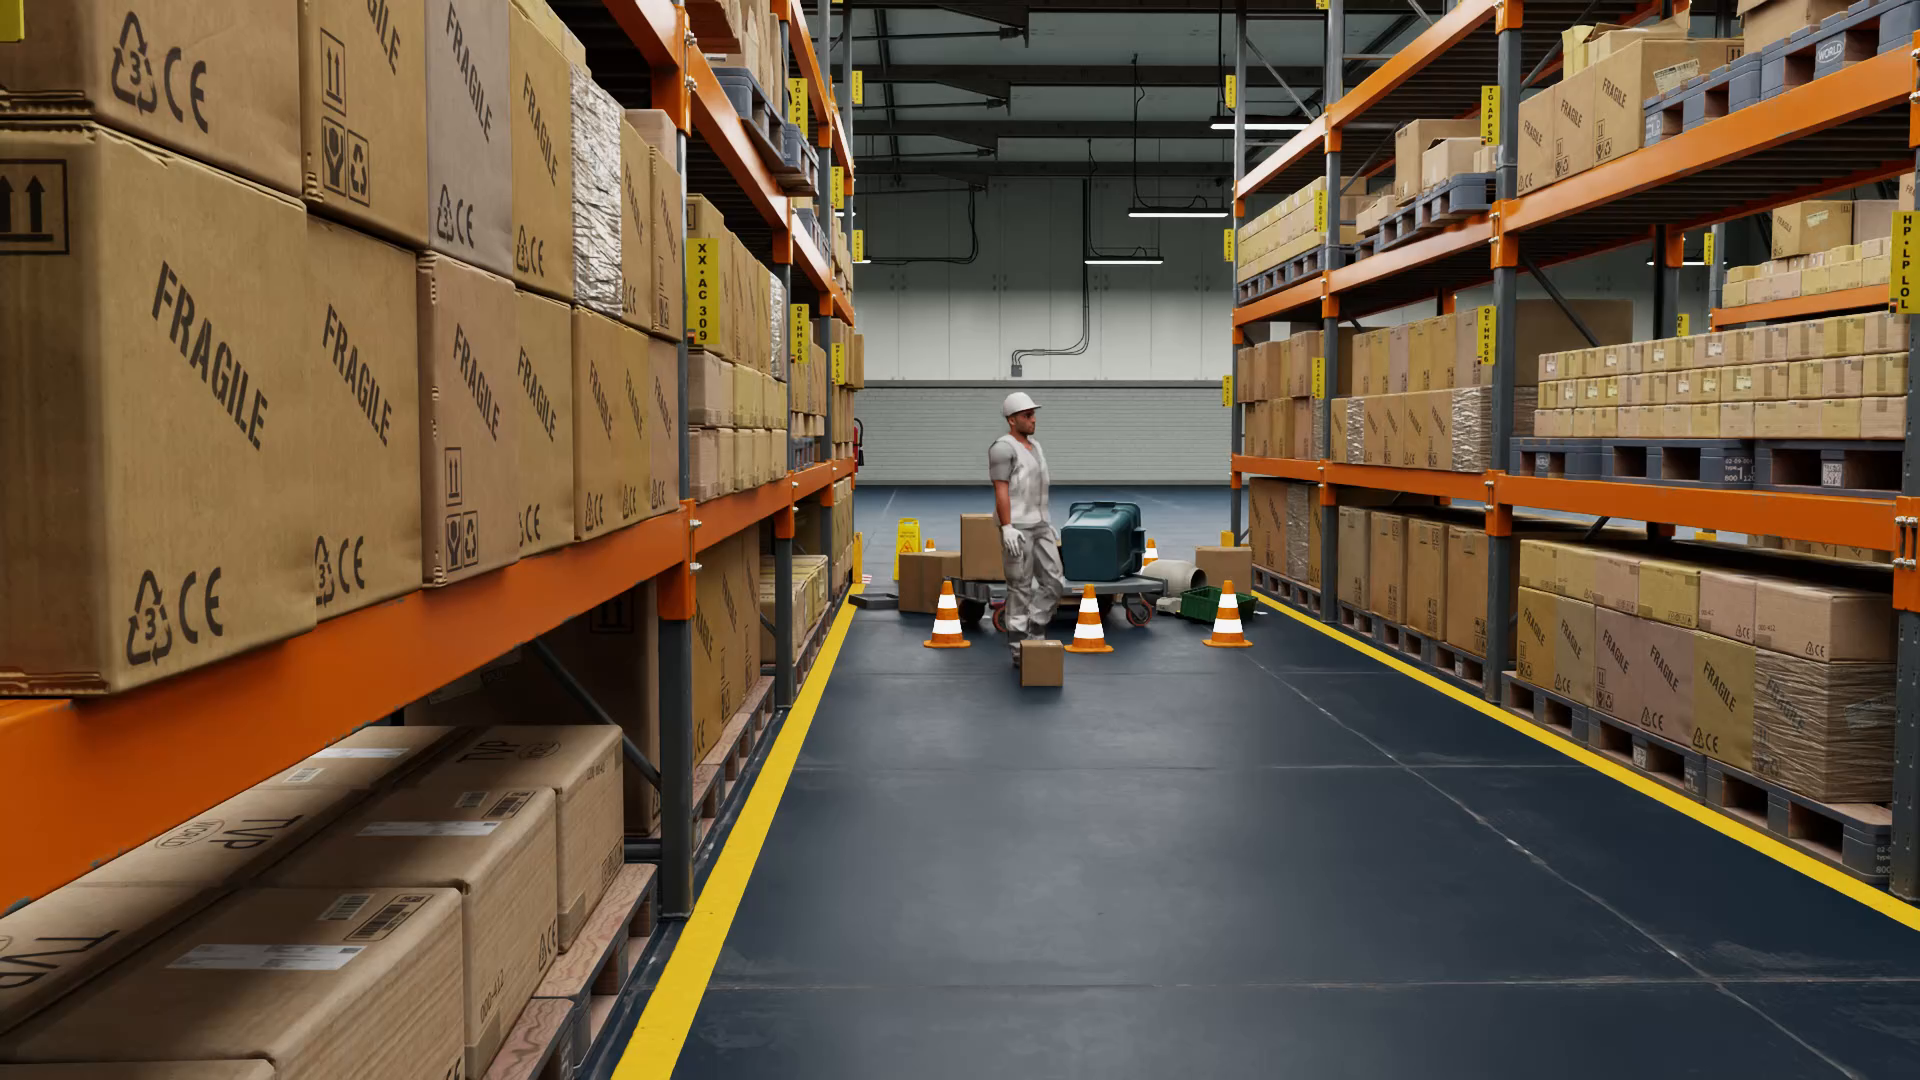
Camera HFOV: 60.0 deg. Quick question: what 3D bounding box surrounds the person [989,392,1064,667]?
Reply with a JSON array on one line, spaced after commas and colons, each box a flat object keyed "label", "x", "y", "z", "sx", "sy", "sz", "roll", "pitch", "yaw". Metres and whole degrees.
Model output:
[{"label": "person", "x": 0.441, "y": -0.050, "z": 10.813, "sx": 0.399, "sy": 1.816, "sz": 0.567, "roll": 3, "pitch": 5, "yaw": 36}]
